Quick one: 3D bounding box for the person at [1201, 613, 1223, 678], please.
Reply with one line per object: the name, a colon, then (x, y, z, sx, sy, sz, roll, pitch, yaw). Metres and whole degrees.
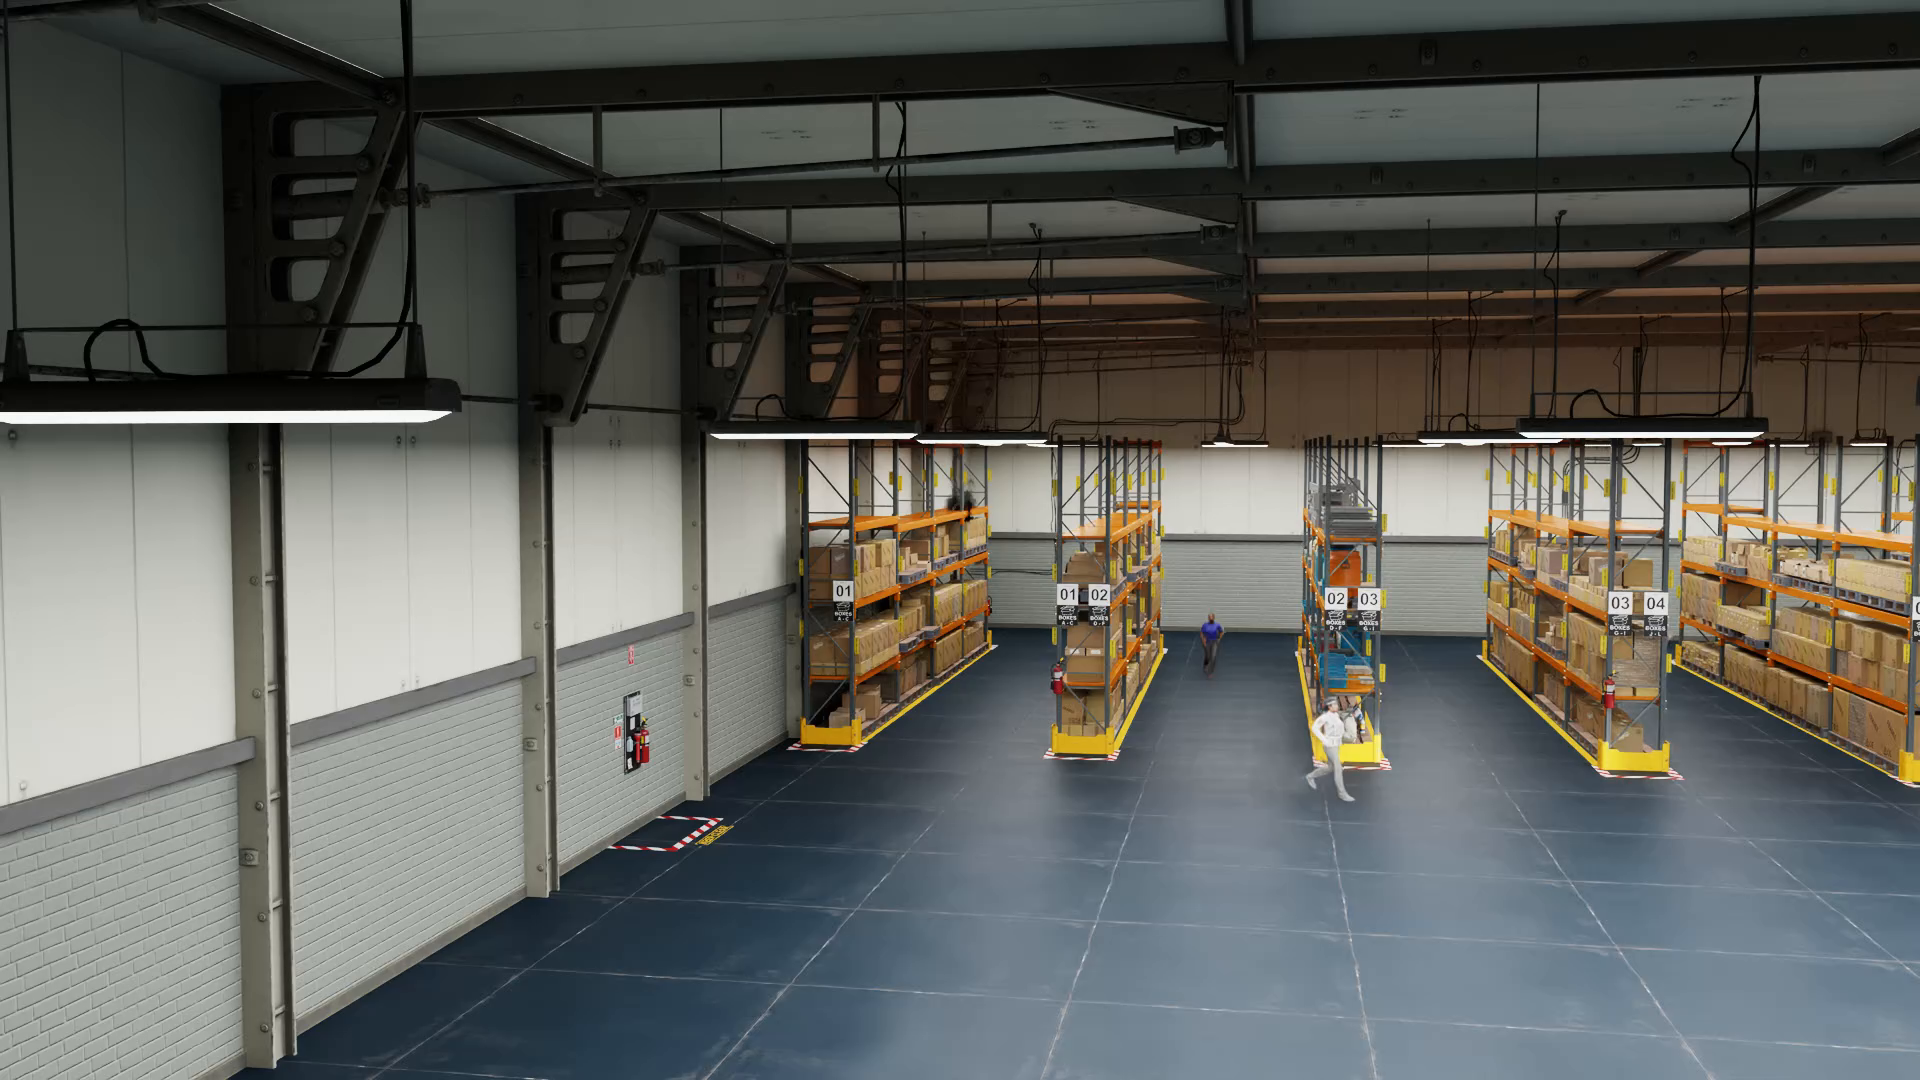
person: (6.375, 2.652, 42.060, 0.576, 1.631, 0.609, 0, 3, 7)

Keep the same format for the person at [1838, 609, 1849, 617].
person: (23.987, 2.494, 45.129, 0.781, 1.664, 0.647, 1, 3, 16)

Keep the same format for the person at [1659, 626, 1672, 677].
person: (17.475, 2.697, 41.447, 0.519, 1.566, 0.556, 1, 3, 14)

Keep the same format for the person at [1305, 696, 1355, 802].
person: (6.076, 3.403, 27.323, 0.904, 1.703, 0.618, 2, 4, 37)
